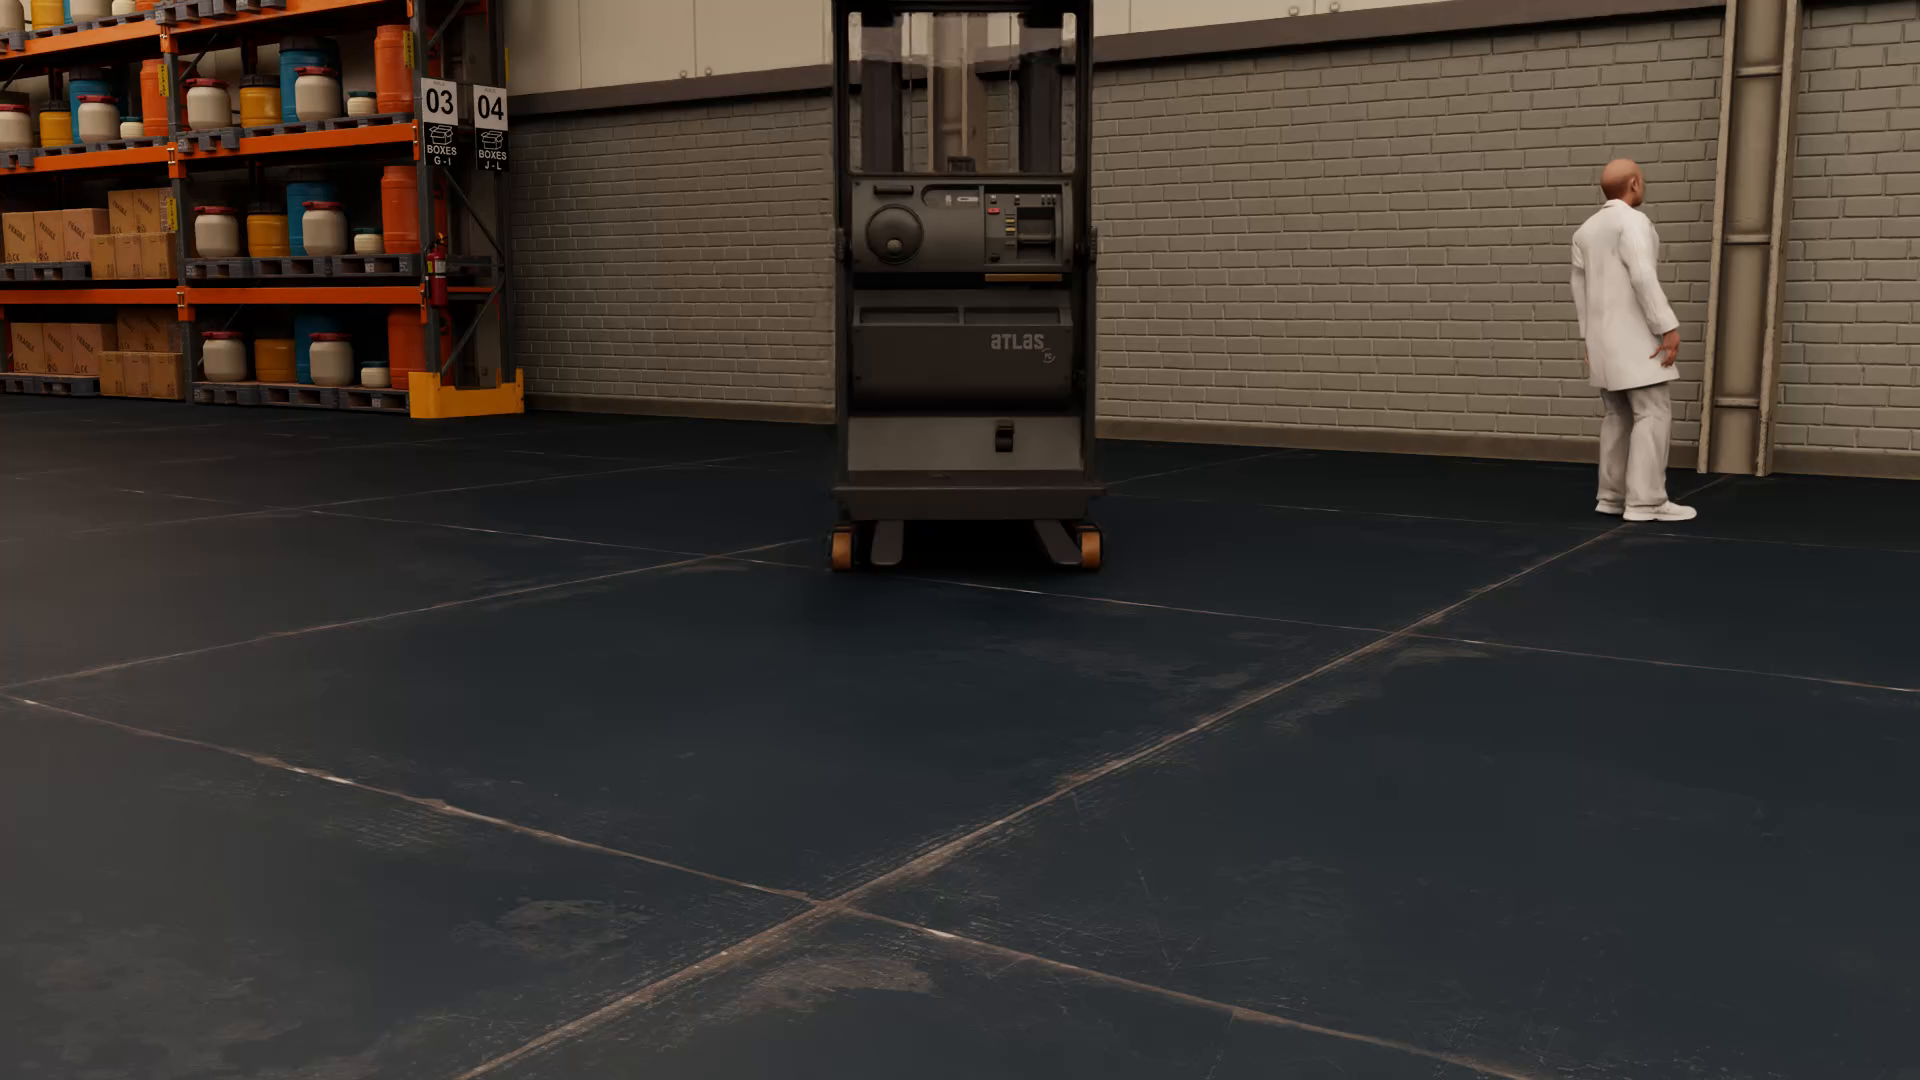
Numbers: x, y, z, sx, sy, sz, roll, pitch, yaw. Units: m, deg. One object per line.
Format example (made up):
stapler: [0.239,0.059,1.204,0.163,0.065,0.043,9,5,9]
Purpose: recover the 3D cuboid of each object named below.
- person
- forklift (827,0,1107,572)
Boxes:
person: [3.382,-0.991,8.311,0.494,1.793,0.683,-2,8,-12]
forklift: [0.018,-1.365,6.793,1.130,2.935,3.031,0,8,-1]
